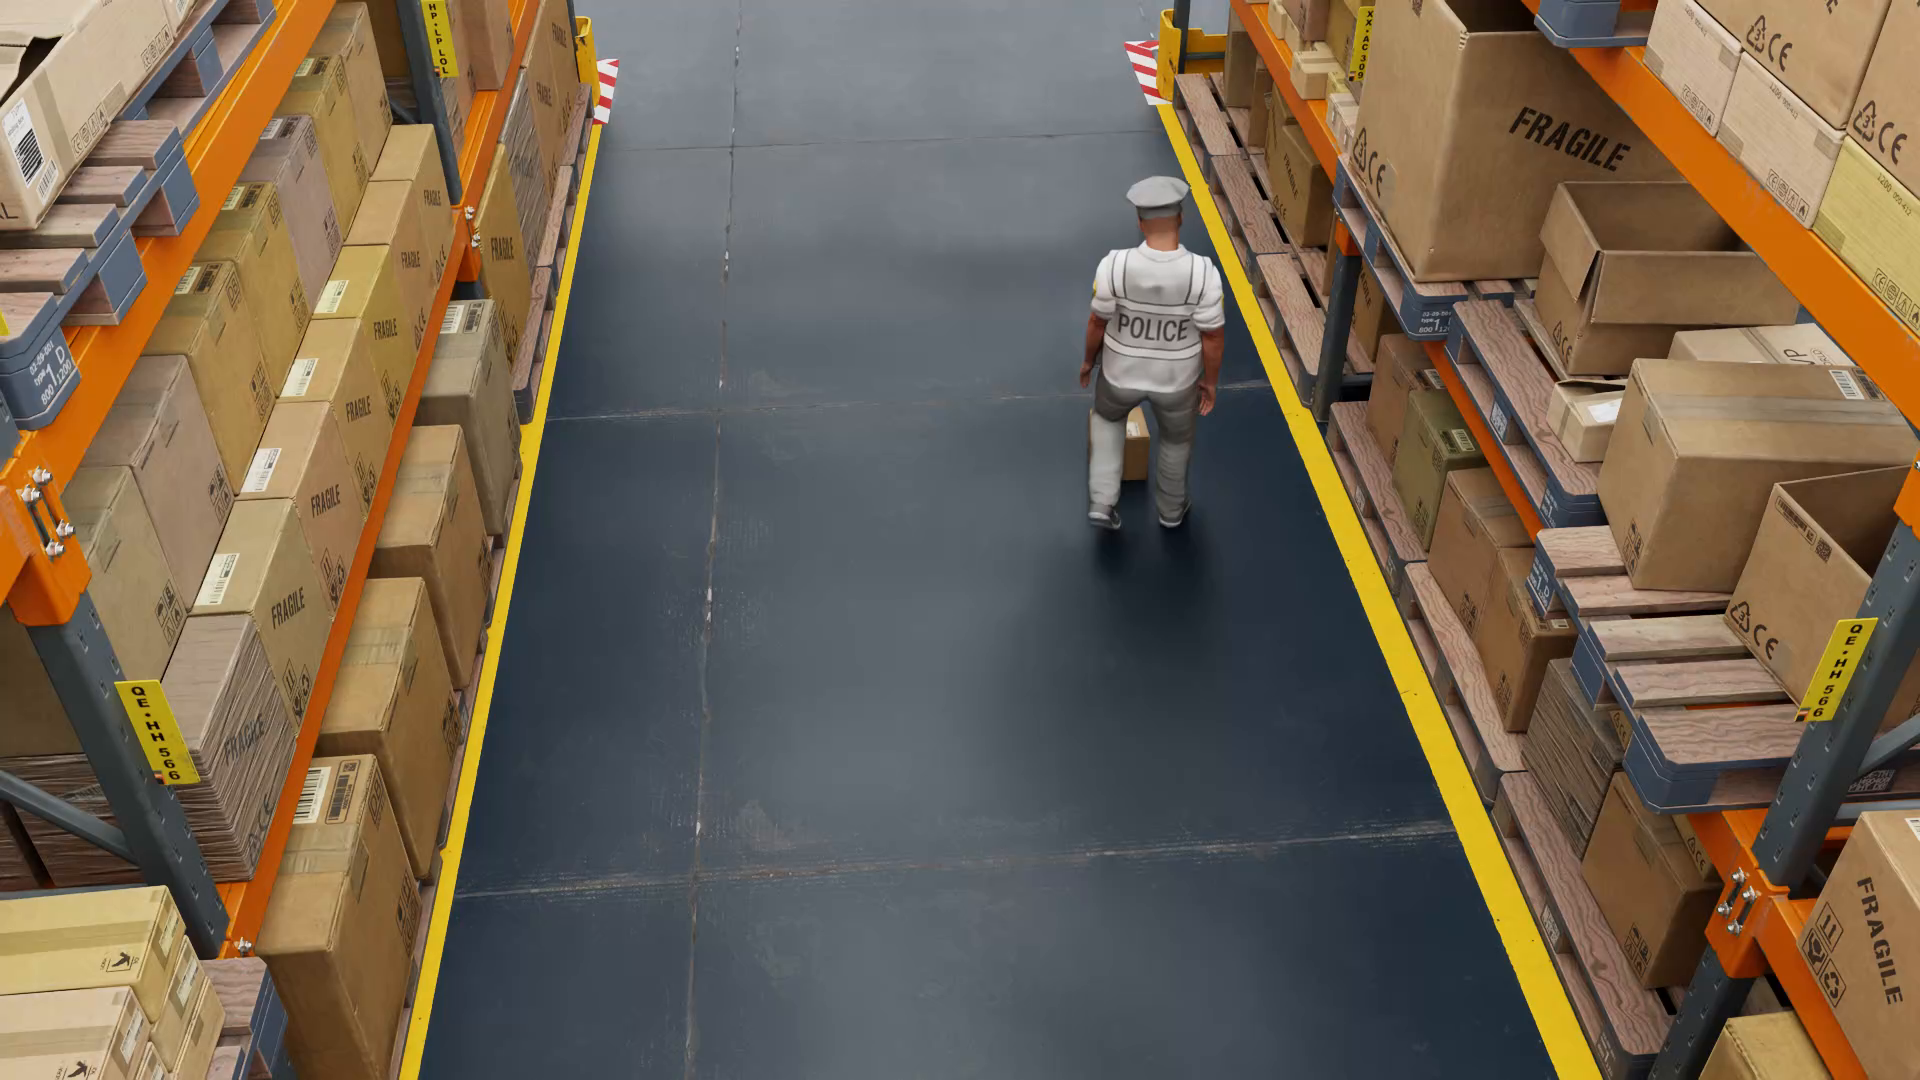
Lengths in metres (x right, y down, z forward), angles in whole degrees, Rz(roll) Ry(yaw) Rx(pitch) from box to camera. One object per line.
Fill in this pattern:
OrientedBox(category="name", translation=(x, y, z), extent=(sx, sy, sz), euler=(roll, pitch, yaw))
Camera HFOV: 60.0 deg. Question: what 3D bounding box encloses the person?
OrientedBox(category="person", translation=(0.813, -0.754, 7.089), extent=(0.606, 1.747, 0.553), euler=(6, 39, 7))
